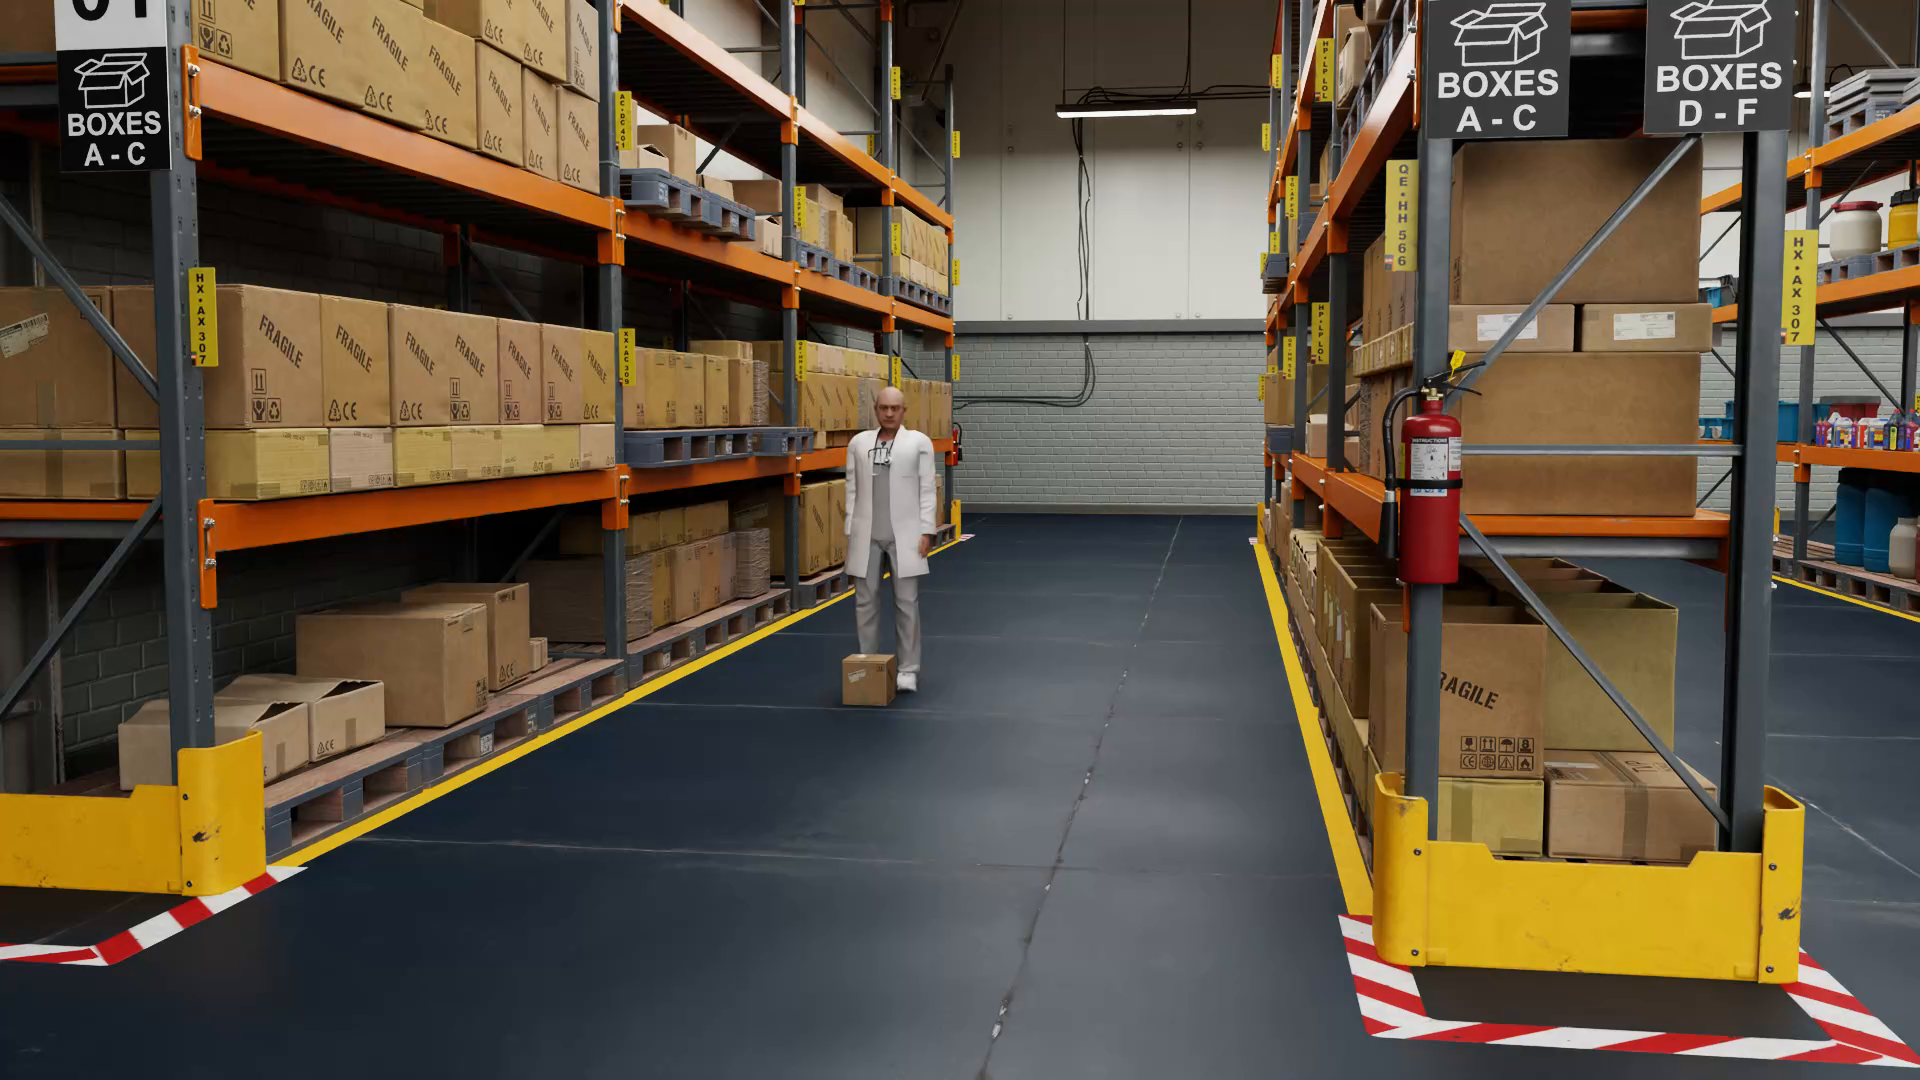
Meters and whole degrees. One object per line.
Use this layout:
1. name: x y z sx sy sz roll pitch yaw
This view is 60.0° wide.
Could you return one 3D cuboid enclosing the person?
1. person: -0.414 -0.012 9.774 0.562 1.775 0.382 1 4 10
